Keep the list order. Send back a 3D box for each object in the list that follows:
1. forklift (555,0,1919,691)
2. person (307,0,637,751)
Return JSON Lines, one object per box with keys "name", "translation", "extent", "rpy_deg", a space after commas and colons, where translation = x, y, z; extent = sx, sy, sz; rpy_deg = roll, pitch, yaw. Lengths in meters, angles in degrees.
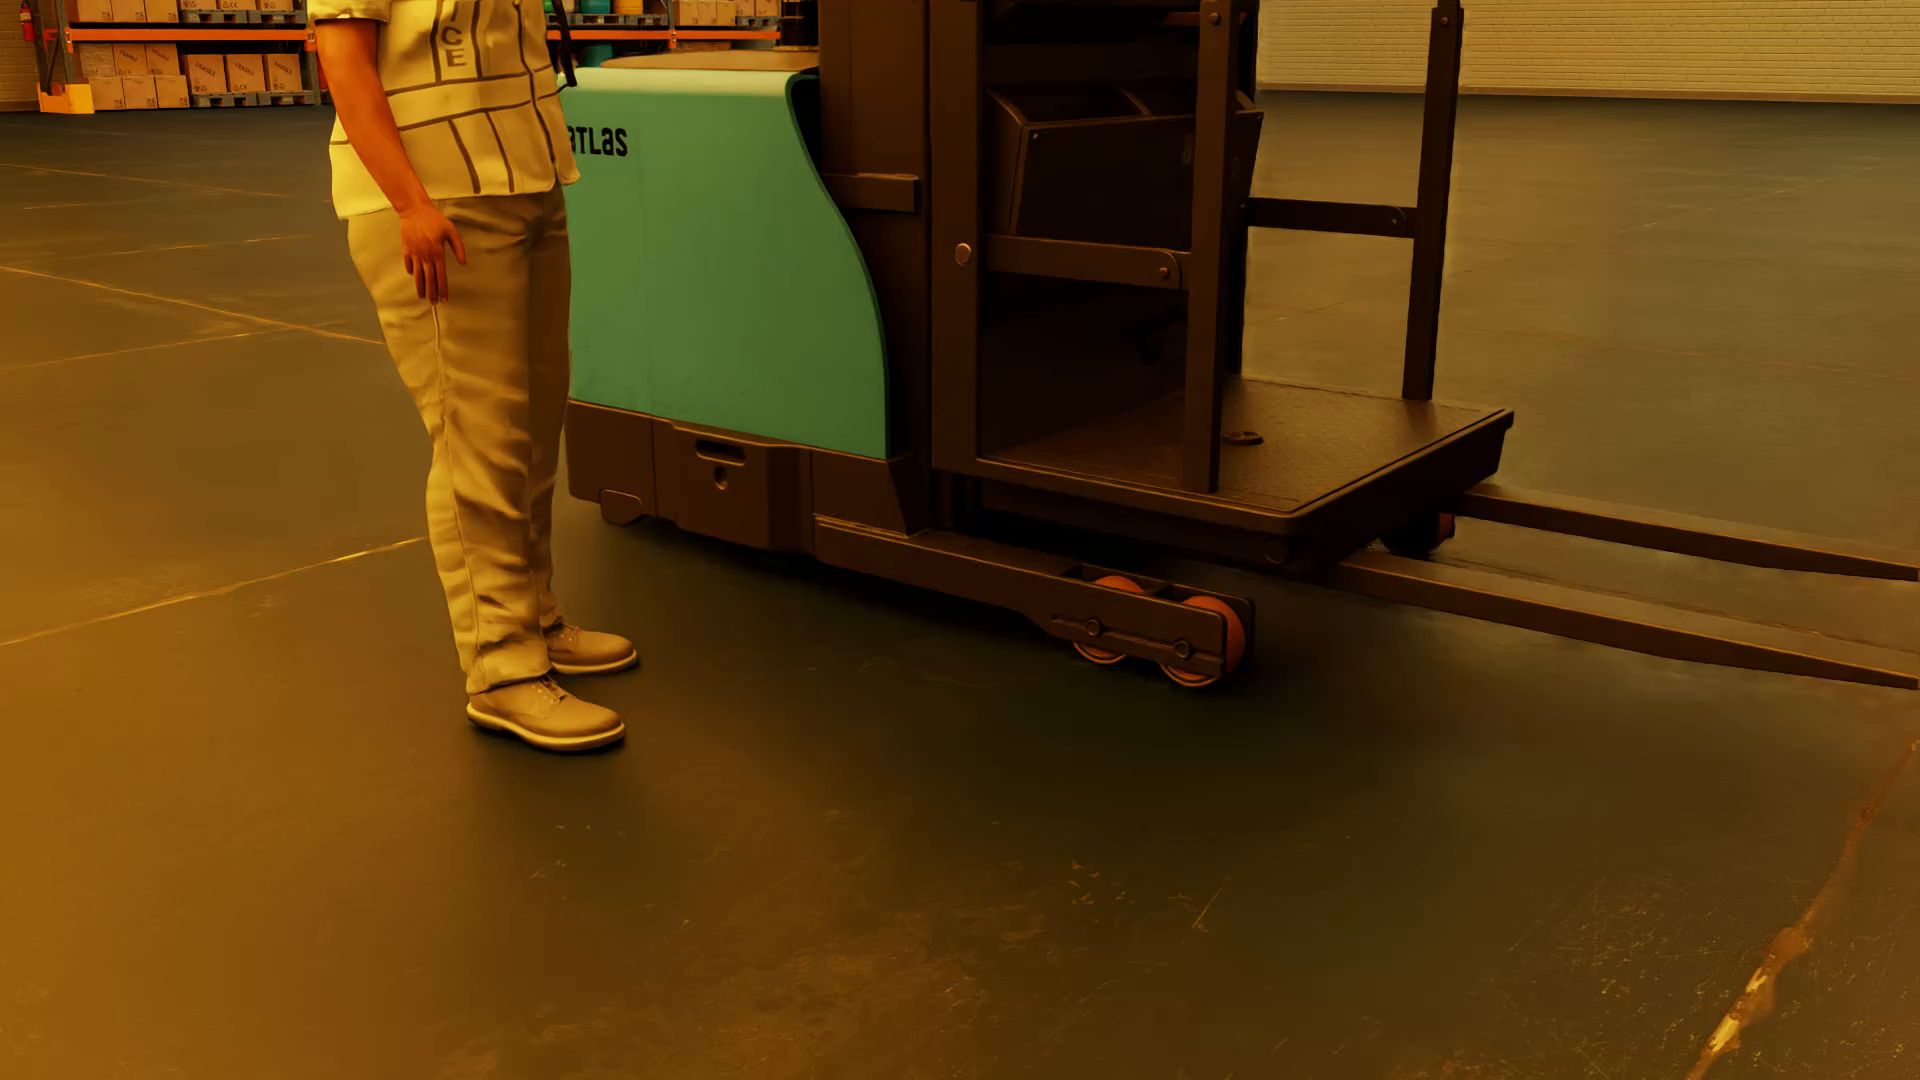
{"name": "forklift", "translation": [0.518, -1.306, 3.200], "extent": [3.031, 2.935, 1.130], "rpy_deg": [12, 21, 35]}
{"name": "person", "translation": [-0.781, -0.537, 2.833], "extent": [0.520, 1.677, 0.607], "rpy_deg": [3, 17, 9]}
